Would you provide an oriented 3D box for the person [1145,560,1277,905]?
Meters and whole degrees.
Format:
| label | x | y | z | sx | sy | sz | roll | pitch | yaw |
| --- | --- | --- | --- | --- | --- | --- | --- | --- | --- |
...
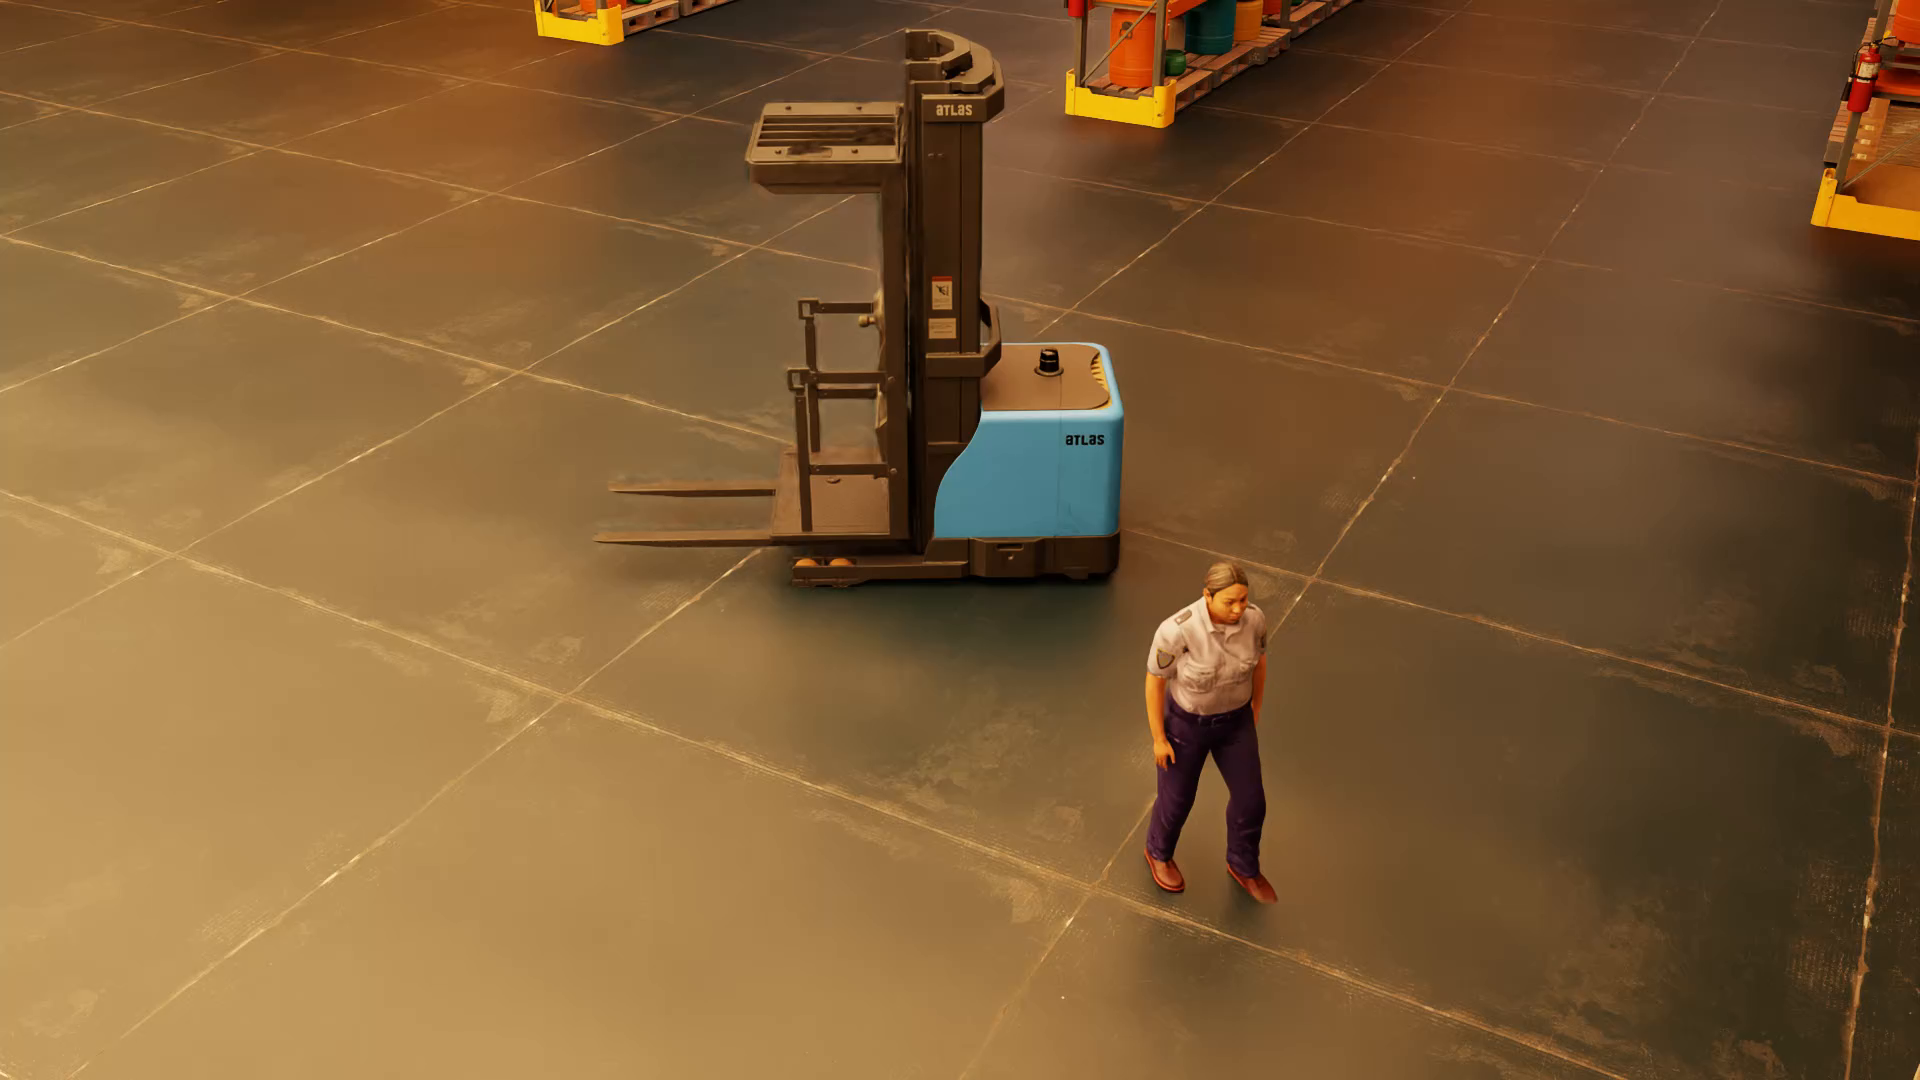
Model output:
| label | x | y | z | sx | sy | sz | roll | pitch | yaw |
| --- | --- | --- | --- | --- | --- | --- | --- | --- | --- |
| person | 1.064 | 0.819 | 6.986 | 0.581 | 1.678 | 0.492 | -9 | 31 | -15 |

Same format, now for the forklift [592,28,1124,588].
| label | x | y | z | sx | sy | sz | roll | pitch | yaw |
| --- | --- | --- | --- | --- | --- | --- | --- | --- | --- |
| forklift | -0.610 | -1.261 | 9.256 | 3.031 | 2.935 | 1.130 | -1 | 30 | -1 |
